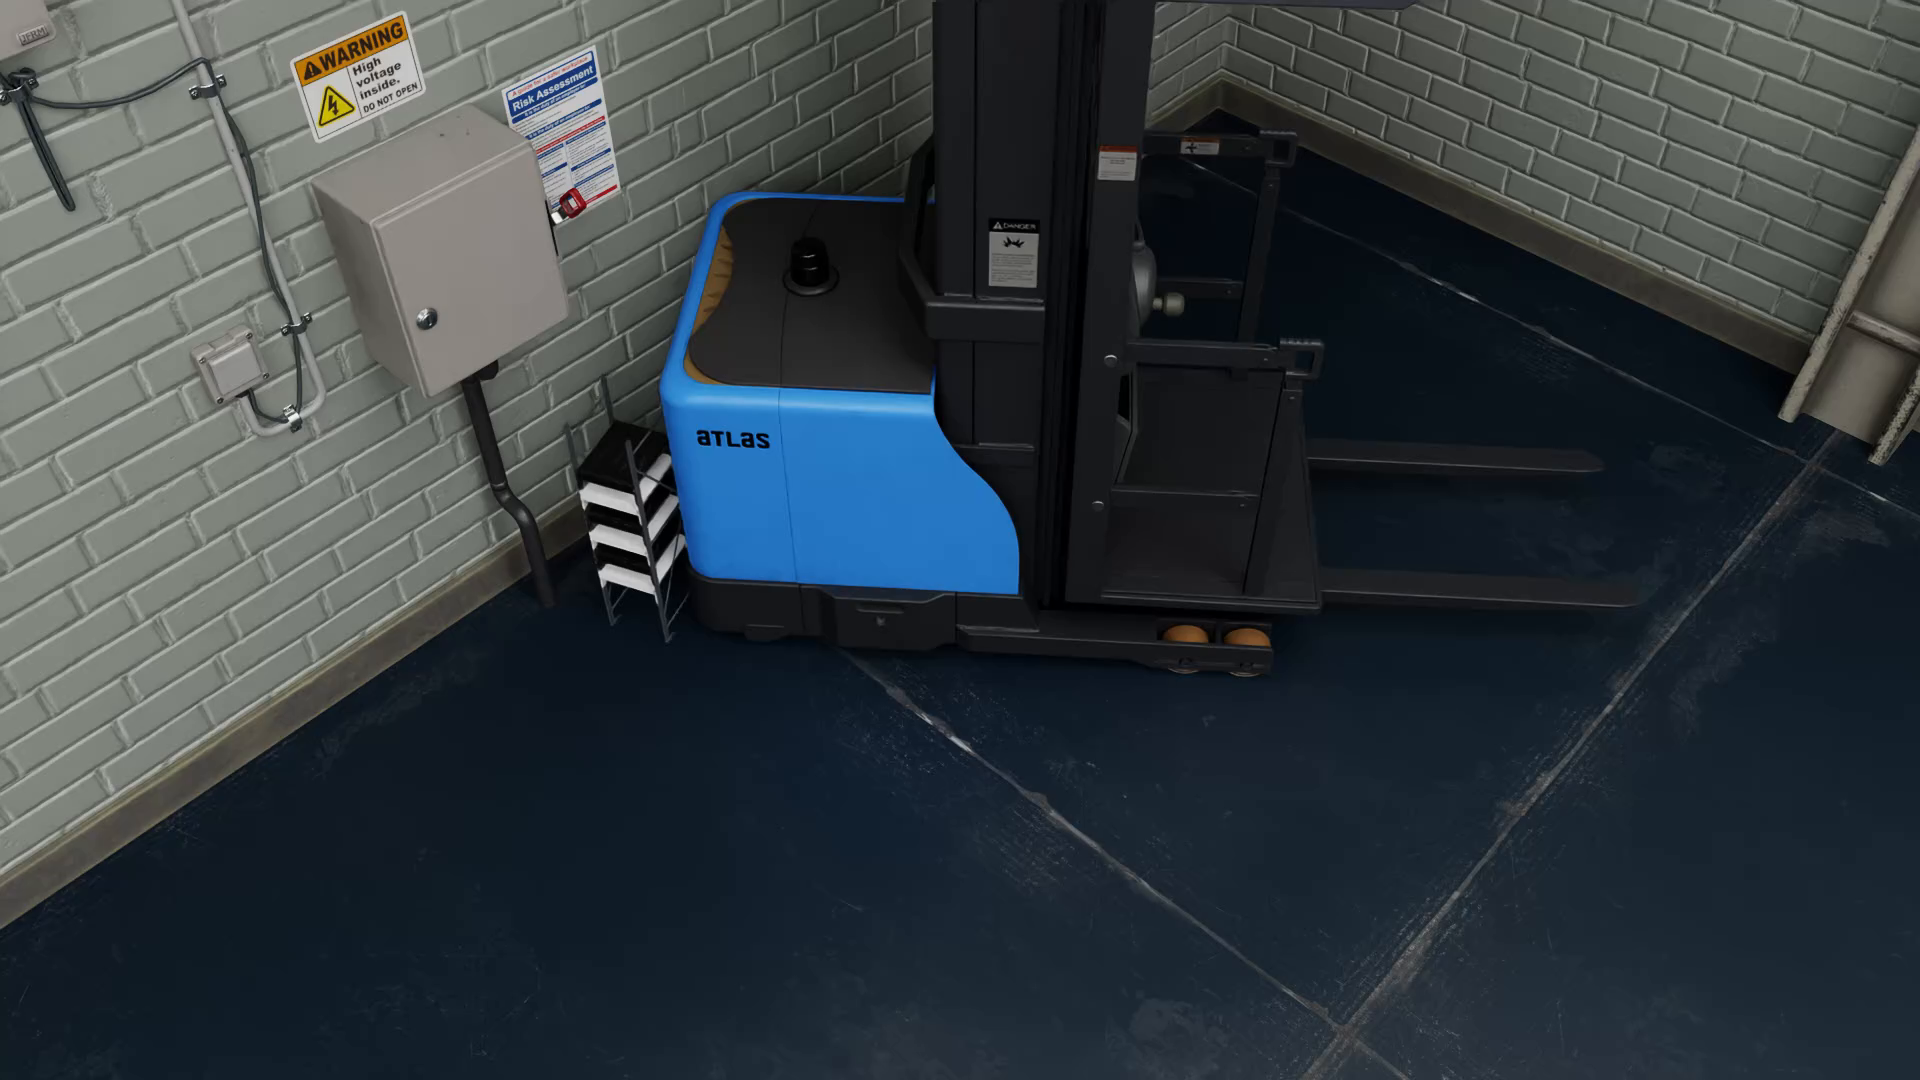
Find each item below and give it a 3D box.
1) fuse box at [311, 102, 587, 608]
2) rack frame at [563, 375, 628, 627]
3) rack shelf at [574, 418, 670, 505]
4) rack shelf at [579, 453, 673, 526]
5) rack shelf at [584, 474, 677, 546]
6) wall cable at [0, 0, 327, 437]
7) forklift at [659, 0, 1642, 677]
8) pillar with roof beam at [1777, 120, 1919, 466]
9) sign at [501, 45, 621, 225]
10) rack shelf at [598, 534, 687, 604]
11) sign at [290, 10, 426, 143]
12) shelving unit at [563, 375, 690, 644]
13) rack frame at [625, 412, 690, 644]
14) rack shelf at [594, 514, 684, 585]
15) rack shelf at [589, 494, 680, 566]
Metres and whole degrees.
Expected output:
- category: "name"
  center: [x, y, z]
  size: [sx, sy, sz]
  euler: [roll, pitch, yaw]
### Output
- category: "fuse box"
  center: [-1.336, -0.382, 4.935]
  size: [0.414, 1.711, 0.539]
  euler: [34, 55, 28]
- category: "rack frame"
  center: [-1.106, -0.104, 5.230]
  size: [0.006, 0.900, 0.240]
  euler: [16, 49, 14]
- category: "rack shelf"
  center: [-1.012, -0.240, 5.033]
  size: [0.200, 0.077, 0.258]
  euler: [16, 49, 14]
- category: "rack shelf"
  center: [-1.012, -0.178, 5.098]
  size: [0.200, 0.077, 0.258]
  euler: [16, 49, 14]
- category: "rack shelf"
  center: [-1.012, -0.117, 5.164]
  size: [0.200, 0.077, 0.258]
  euler: [16, 49, 14]
- category: "wall cable"
  center: [-1.915, -0.883, 3.825]
  size: [0.122, 1.984, 0.588]
  euler: [34, 55, 28]
- category: "forklift"
  center: [0.669, -0.969, 4.649]
  size: [3.031, 2.935, 1.130]
  euler: [3, 47, 3]
- category: "pillar with roof beam"
  center: [0.365, -1.219, 0.722]
  size: [0.400, 9.000, 9.100]
  euler: [34, 55, 28]
- category: "sign"
  center: [-1.154, -1.158, 4.845]
  size: [0.001, 0.494, 0.329]
  euler: [34, 55, 28]
- category: "rack shelf"
  center: [-1.011, 0.068, 5.361]
  size: [0.200, 0.077, 0.258]
  euler: [16, 49, 14]
- category: "sign"
  center: [-1.526, -1.179, 4.233]
  size: [0.001, 0.242, 0.339]
  euler: [34, 55, 28]
- category: "shelving unit"
  center: [-1.011, -0.078, 5.205]
  size: [0.210, 0.900, 0.258]
  euler: [16, 49, 14]
- category: "rack frame"
  center: [-0.917, -0.051, 5.181]
  size: [0.006, 0.900, 0.240]
  euler: [16, 49, 14]
- category: "rack shelf"
  center: [-1.011, 0.007, 5.295]
  size: [0.200, 0.077, 0.258]
  euler: [16, 49, 14]
- category: "rack shelf"
  center: [-1.011, -0.055, 5.230]
  size: [0.200, 0.077, 0.258]
  euler: [16, 49, 14]
